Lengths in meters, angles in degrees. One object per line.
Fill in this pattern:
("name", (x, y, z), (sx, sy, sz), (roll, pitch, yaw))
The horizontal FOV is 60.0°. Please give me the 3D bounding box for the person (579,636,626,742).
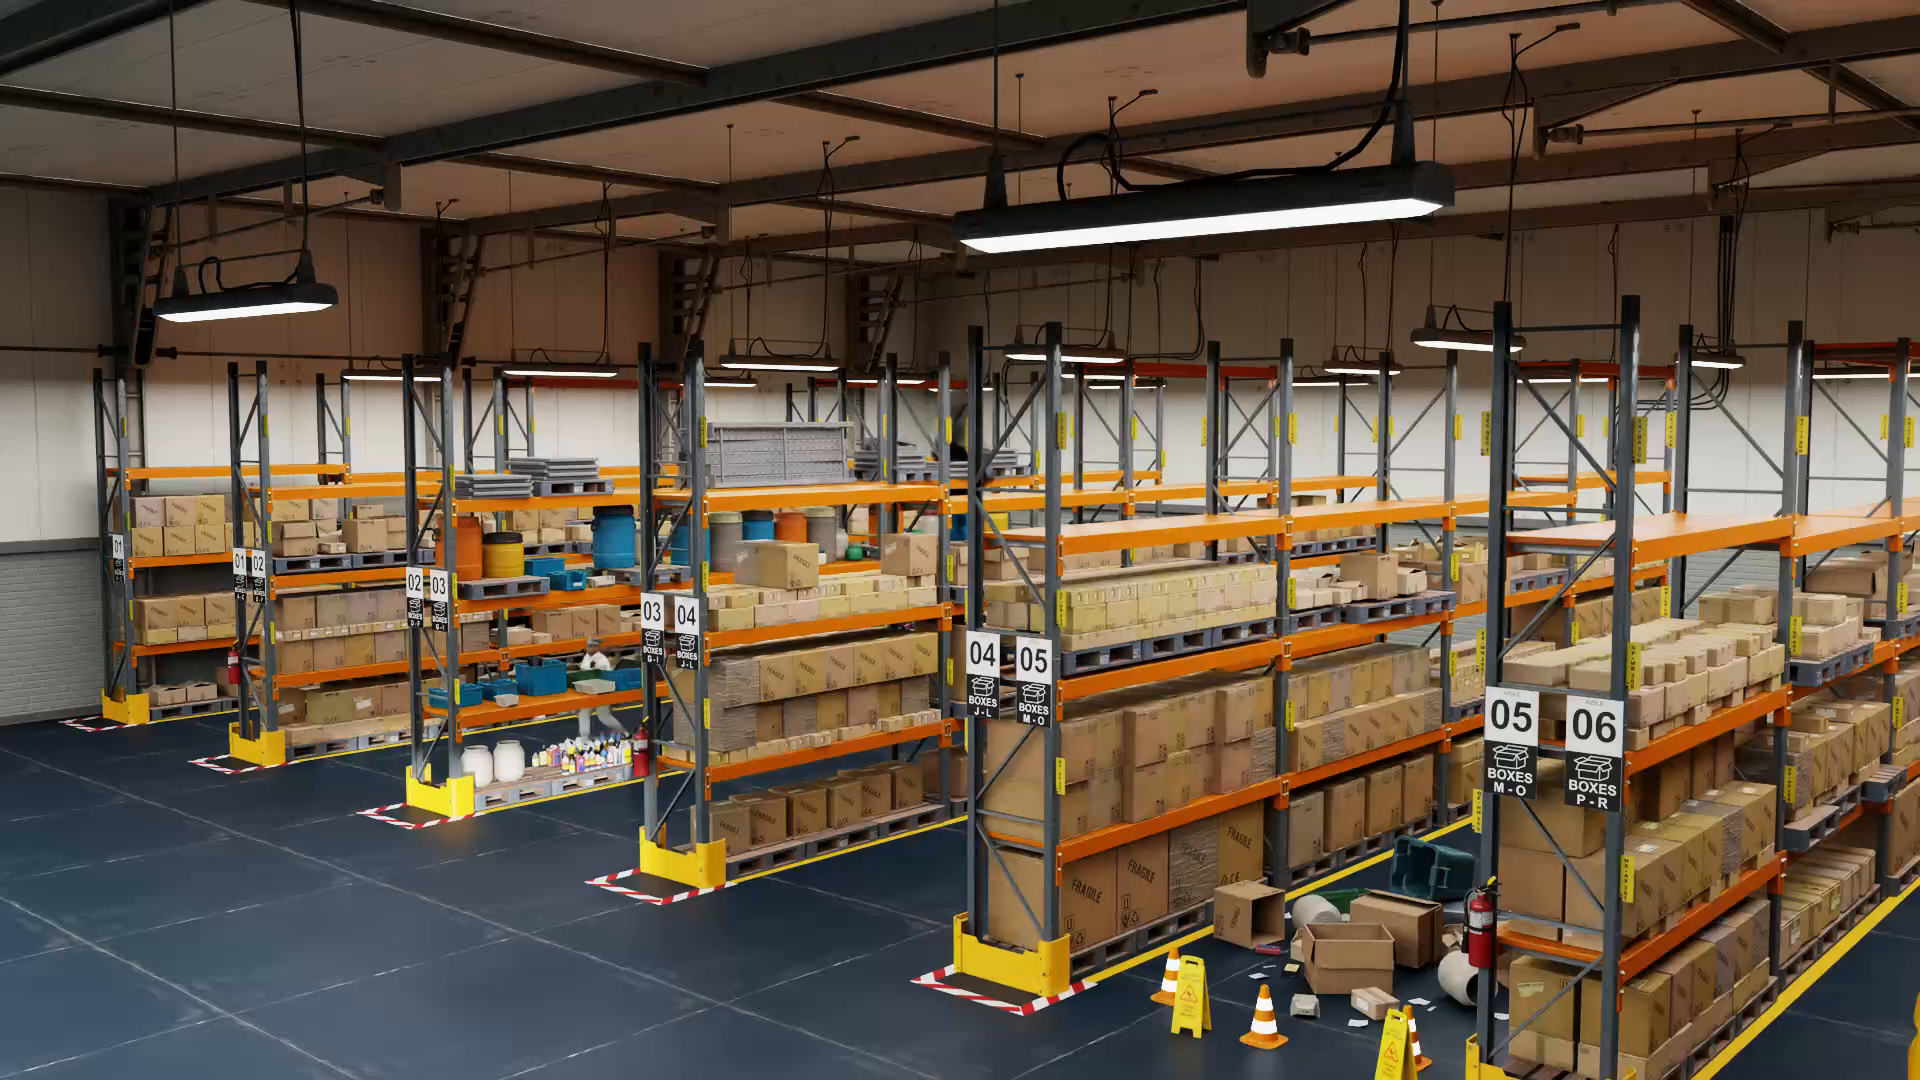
("person", (-5.624, 2.358, 25.742), (0.660, 1.773, 0.989), (3, 5, 36))
